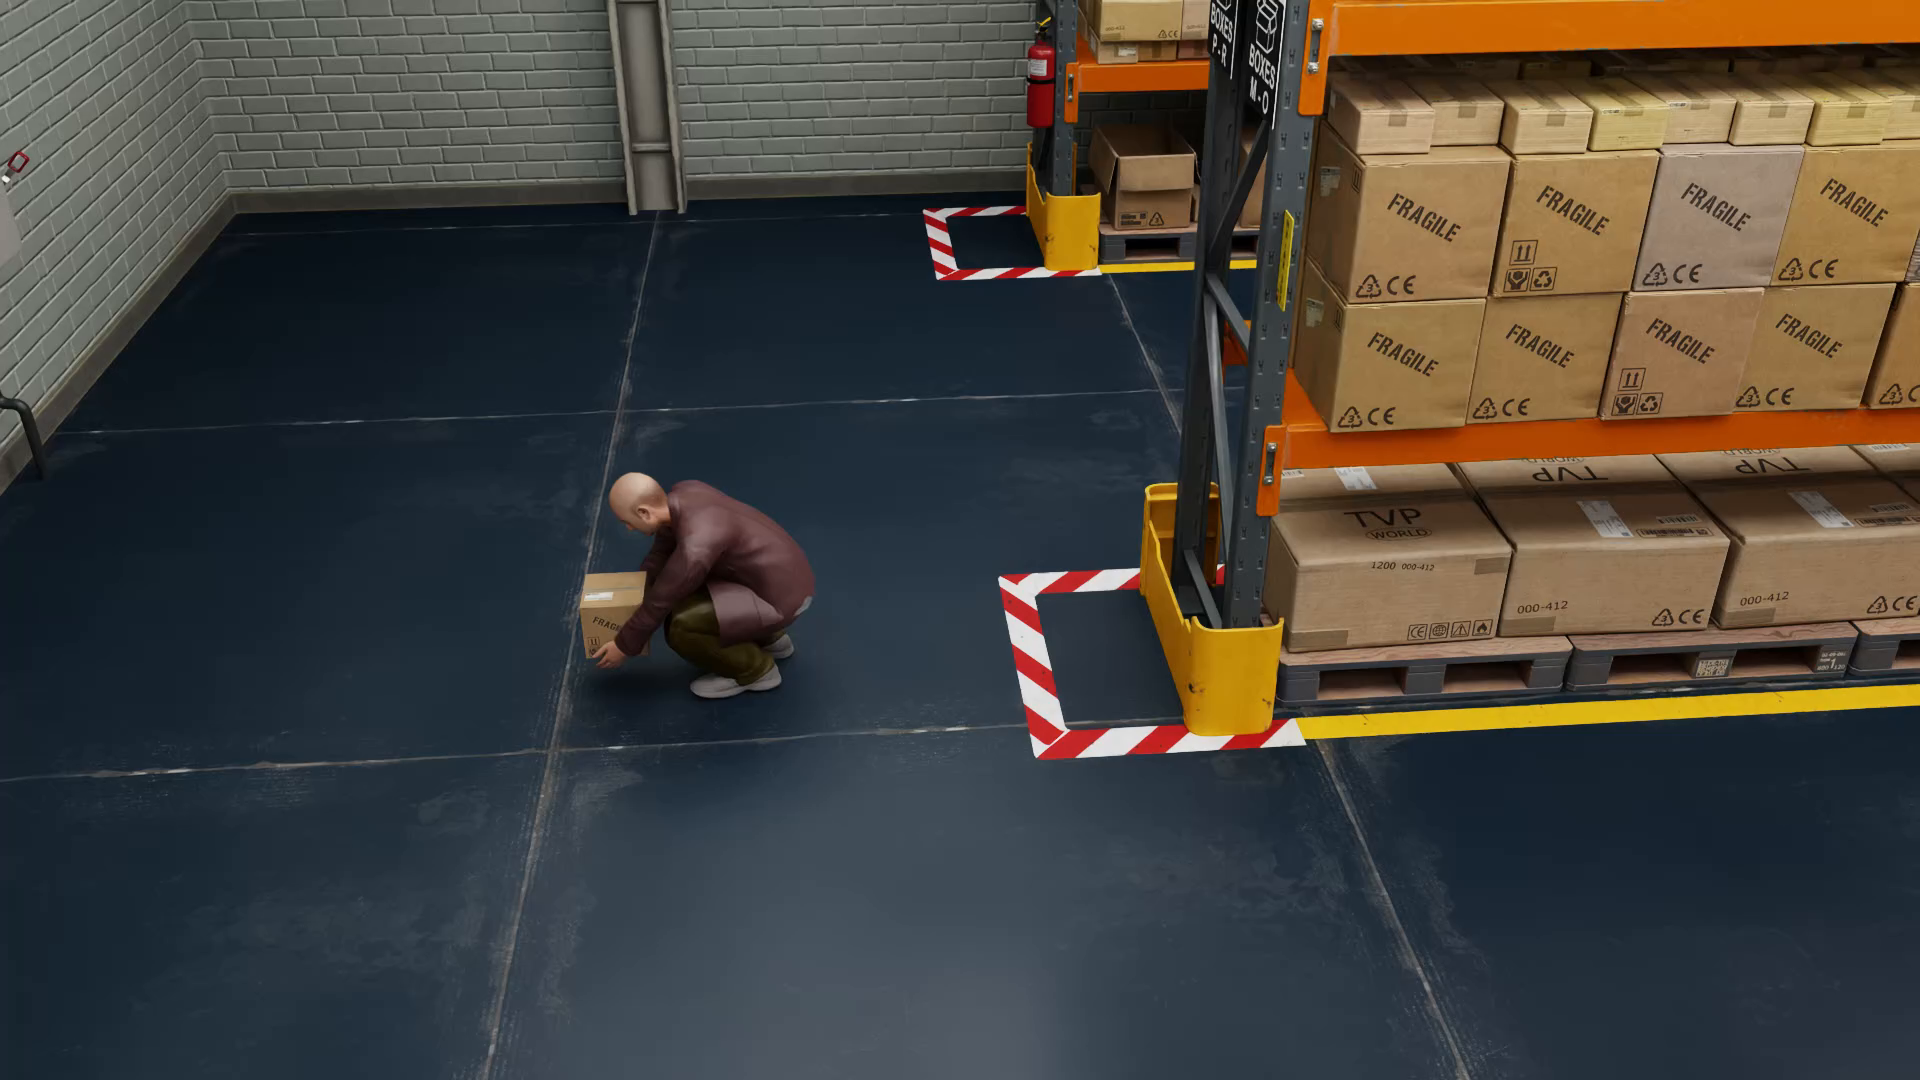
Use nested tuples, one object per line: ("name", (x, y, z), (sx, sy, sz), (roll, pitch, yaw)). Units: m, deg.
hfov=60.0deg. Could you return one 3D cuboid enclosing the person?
("person", (-1.035, 0.140, 6.682), (0.904, 0.997, 0.601), (-3, 31, -5))
